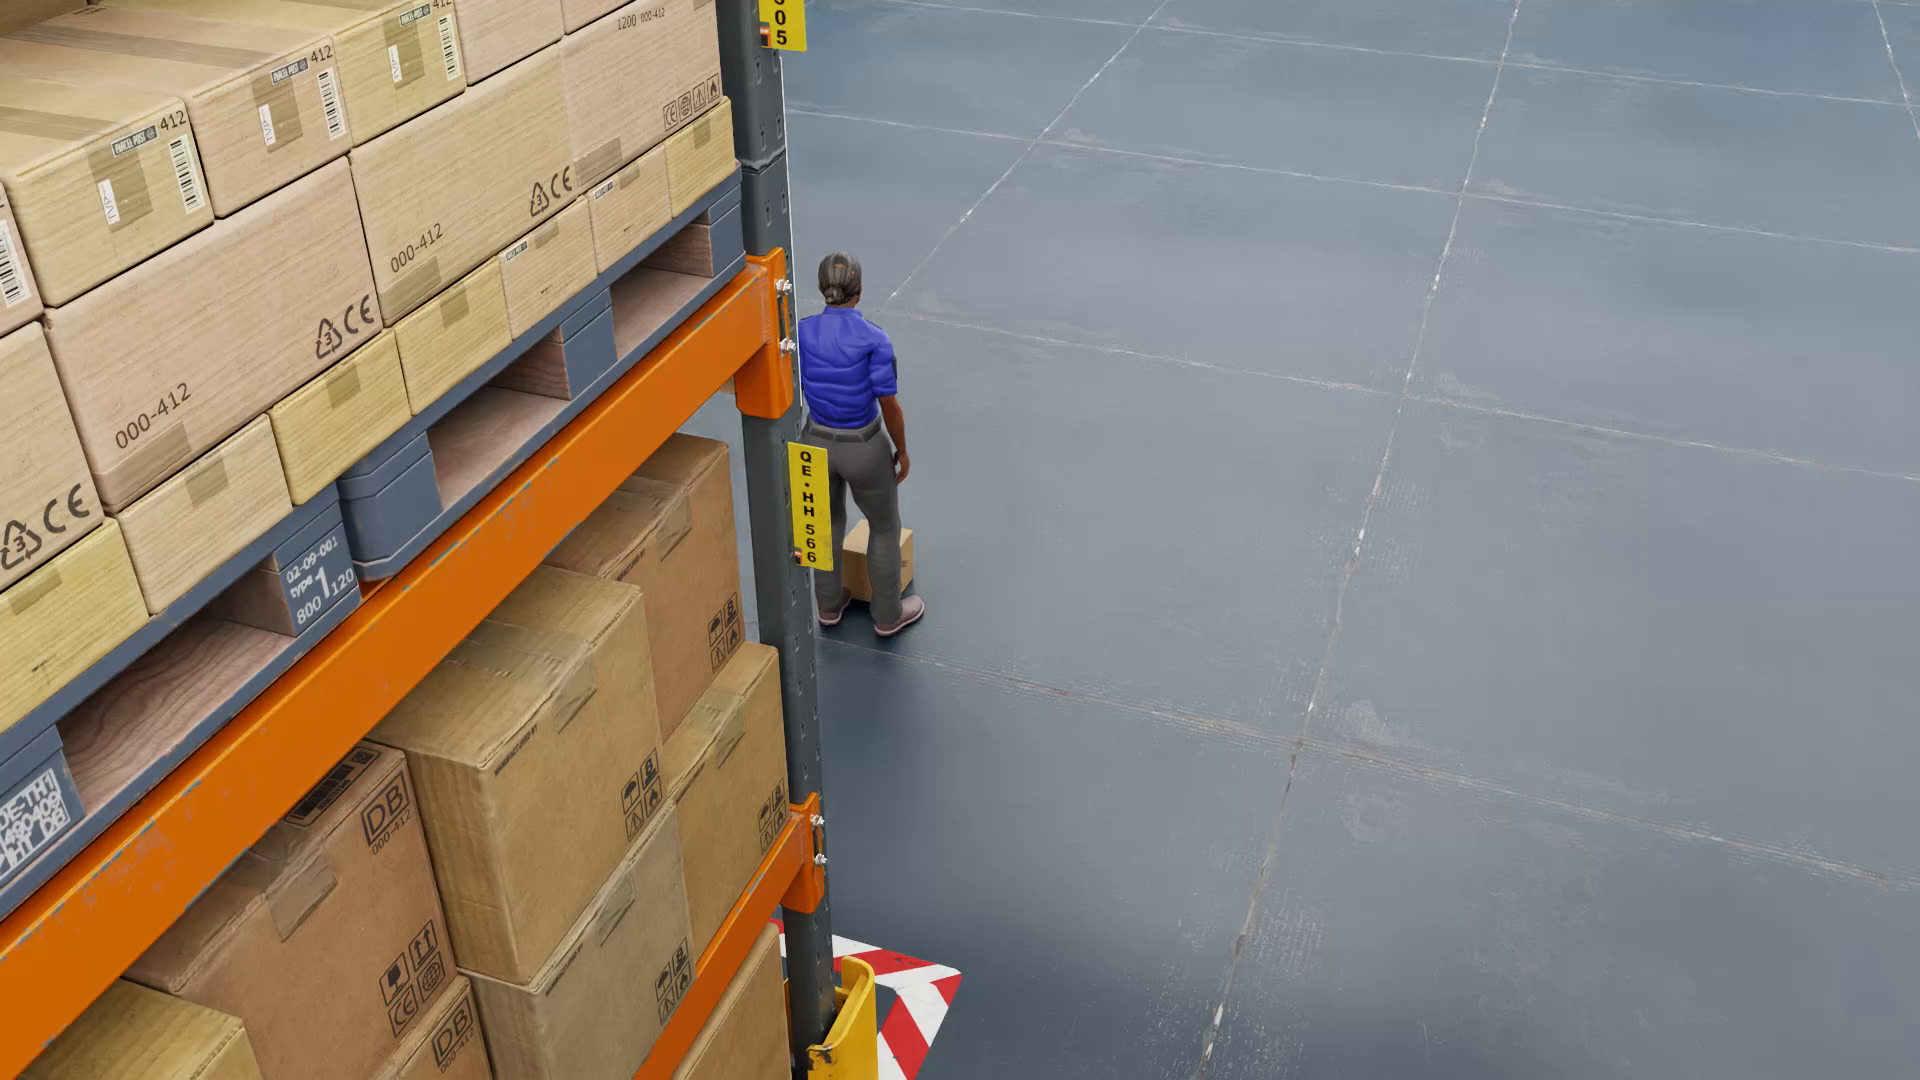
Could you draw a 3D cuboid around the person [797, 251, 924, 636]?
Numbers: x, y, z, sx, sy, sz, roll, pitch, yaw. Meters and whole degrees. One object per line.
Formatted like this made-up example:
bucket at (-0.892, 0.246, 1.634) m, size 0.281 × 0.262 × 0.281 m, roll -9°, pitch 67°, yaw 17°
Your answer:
person at (-0.439, -0.364, 6.696) m, size 0.532 × 1.655 × 0.348 m, roll 9°, pitch 35°, yaw 14°
